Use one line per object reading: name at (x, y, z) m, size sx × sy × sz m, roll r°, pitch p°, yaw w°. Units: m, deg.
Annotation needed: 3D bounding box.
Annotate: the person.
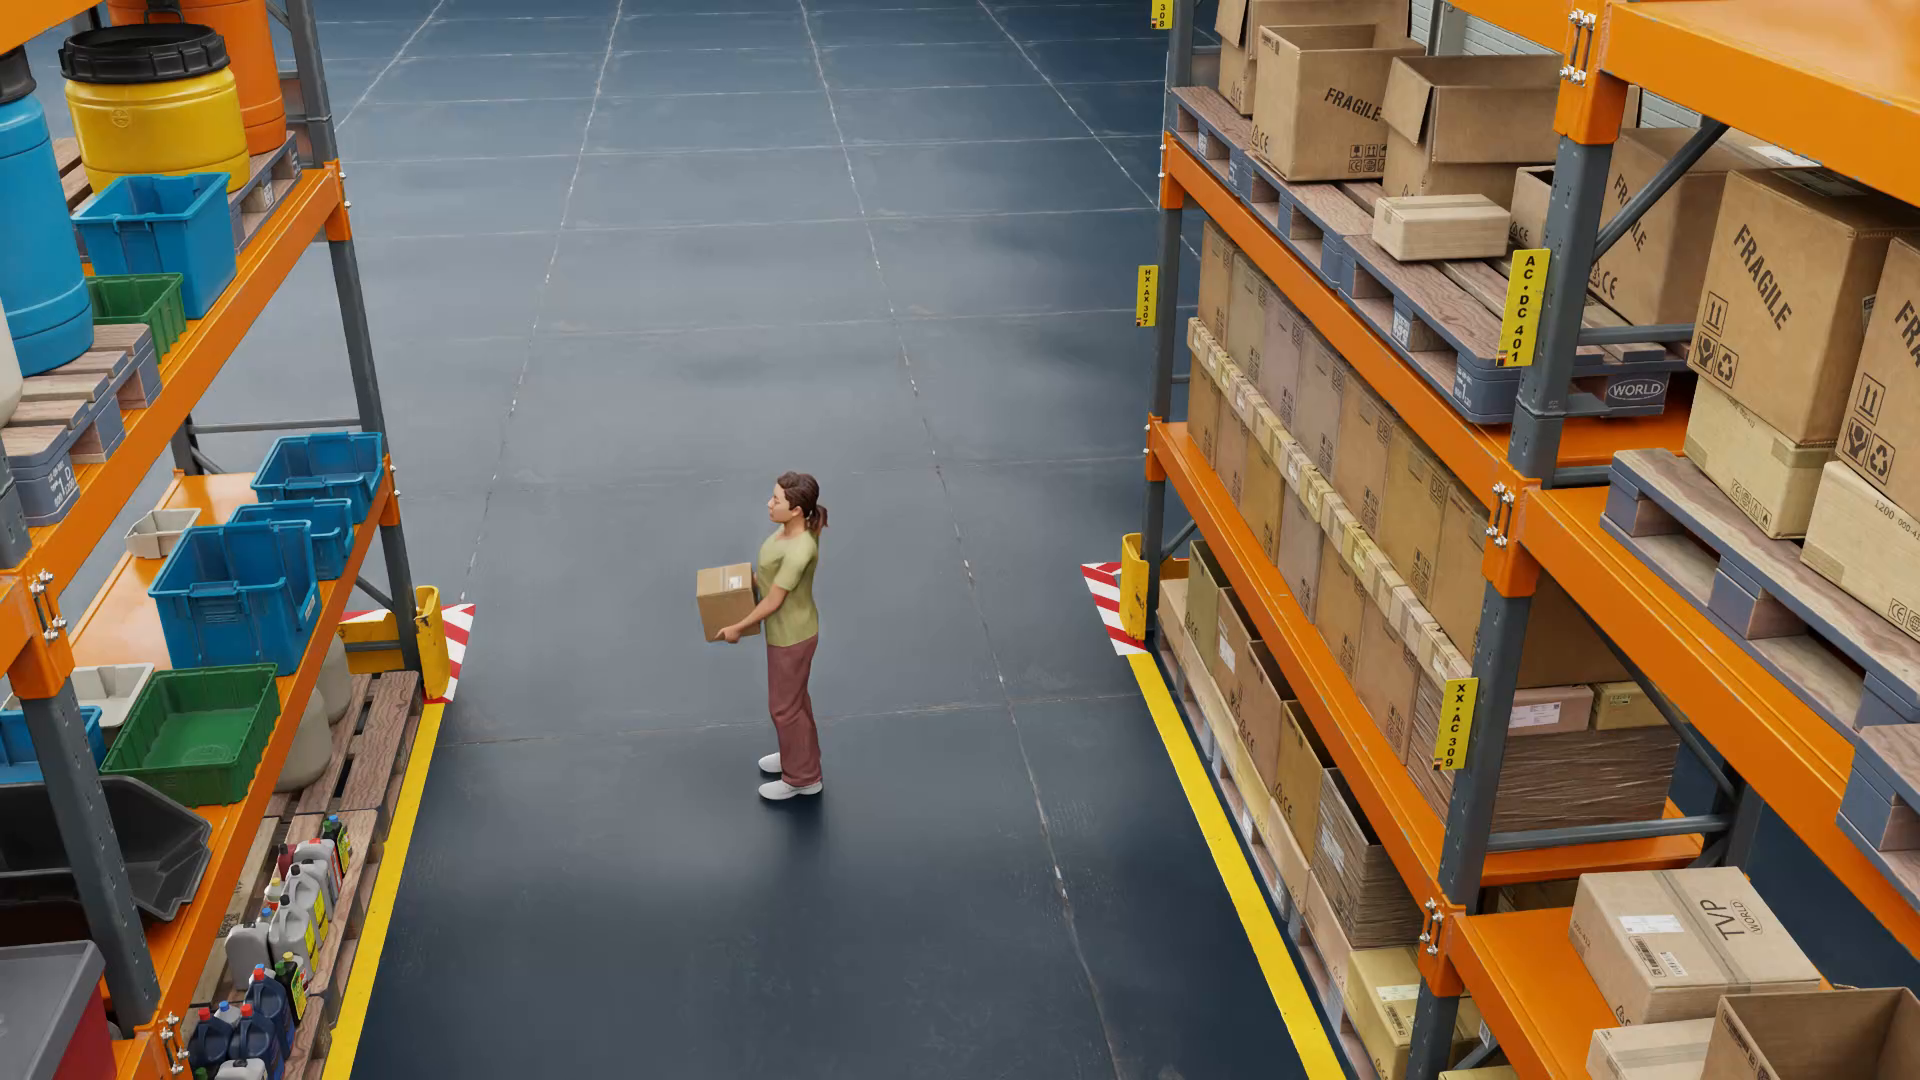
person at (-0.862, 0.443, 7.775) m, size 0.553 × 1.663 × 0.425 m, roll -3°, pitch 27°, yaw -6°
